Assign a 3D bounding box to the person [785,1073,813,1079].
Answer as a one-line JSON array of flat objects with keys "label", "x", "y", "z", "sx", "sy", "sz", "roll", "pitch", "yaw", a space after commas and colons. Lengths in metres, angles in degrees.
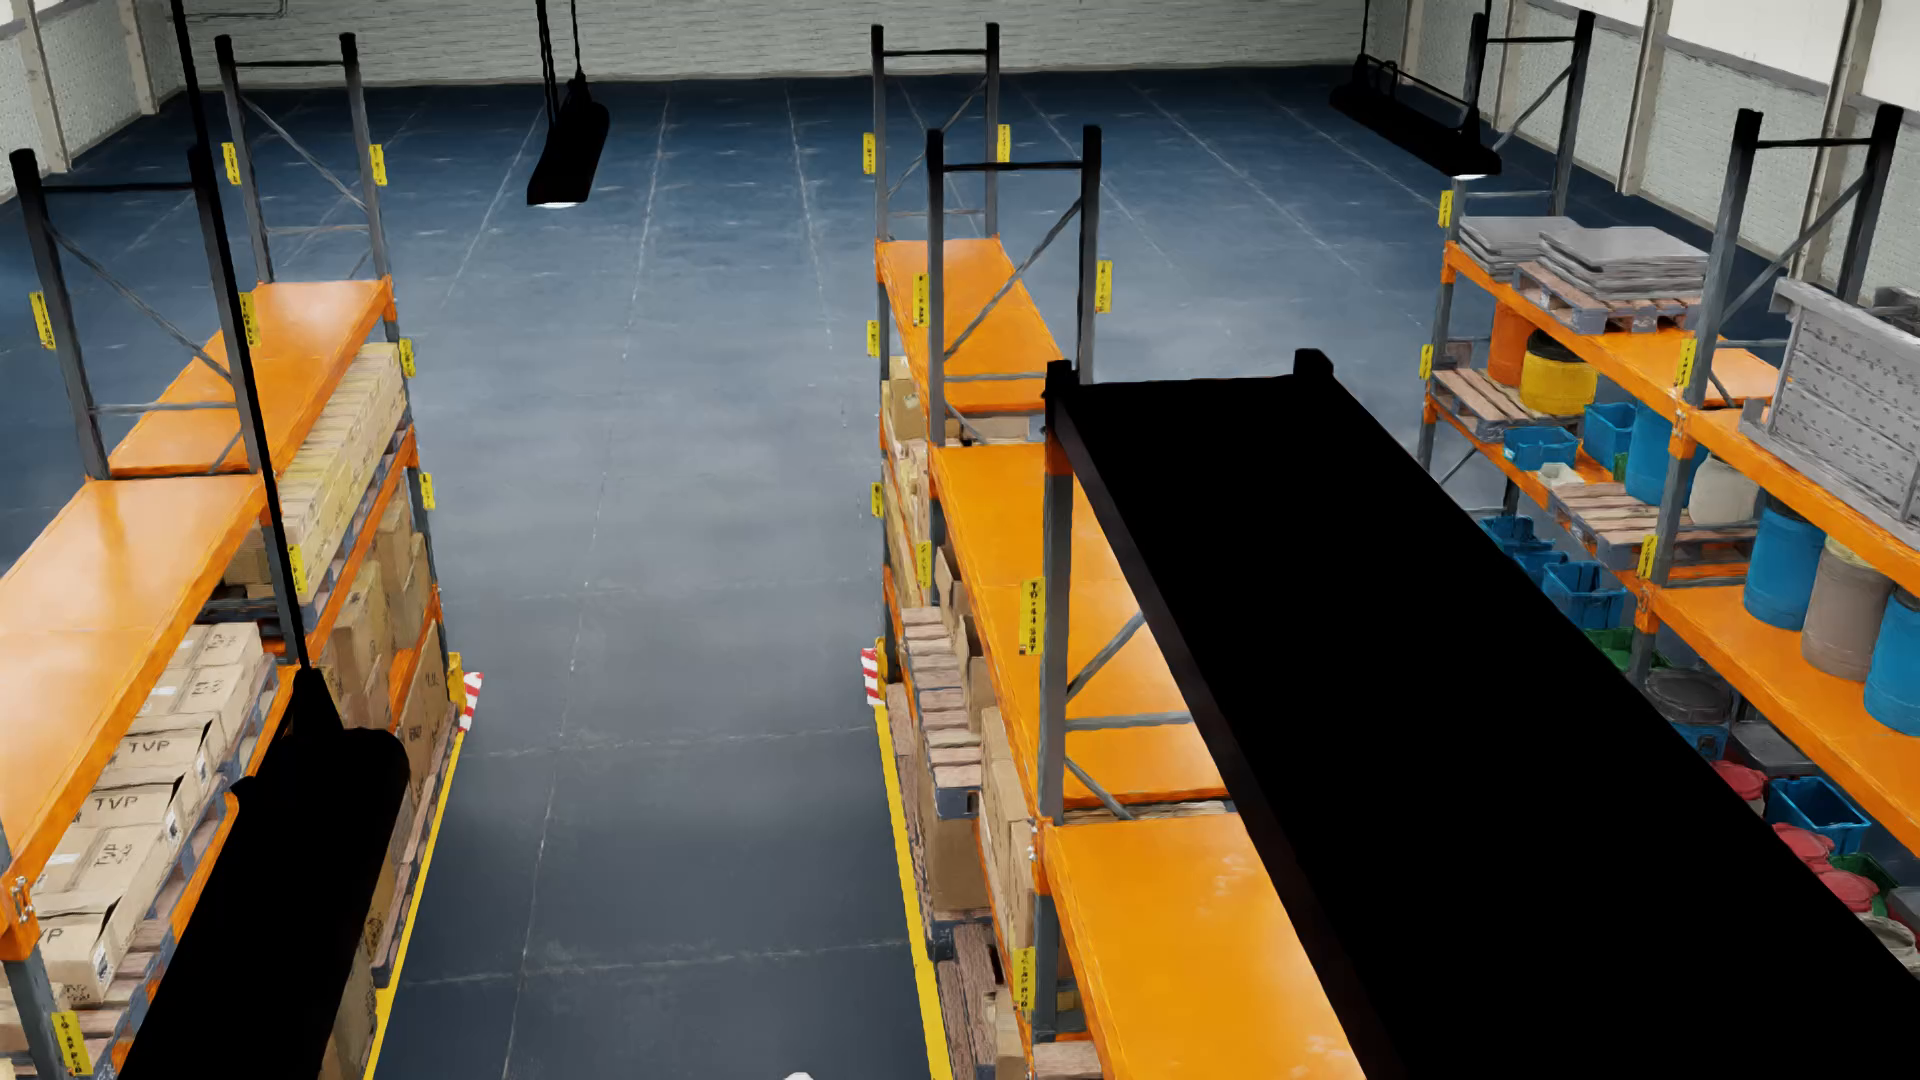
[{"label": "person", "x": -0.865, "y": 3.574, "z": 8.888, "sx": 0.468, "sy": 1.794, "sz": 0.619, "roll": -16, "pitch": 30, "yaw": -30}]
